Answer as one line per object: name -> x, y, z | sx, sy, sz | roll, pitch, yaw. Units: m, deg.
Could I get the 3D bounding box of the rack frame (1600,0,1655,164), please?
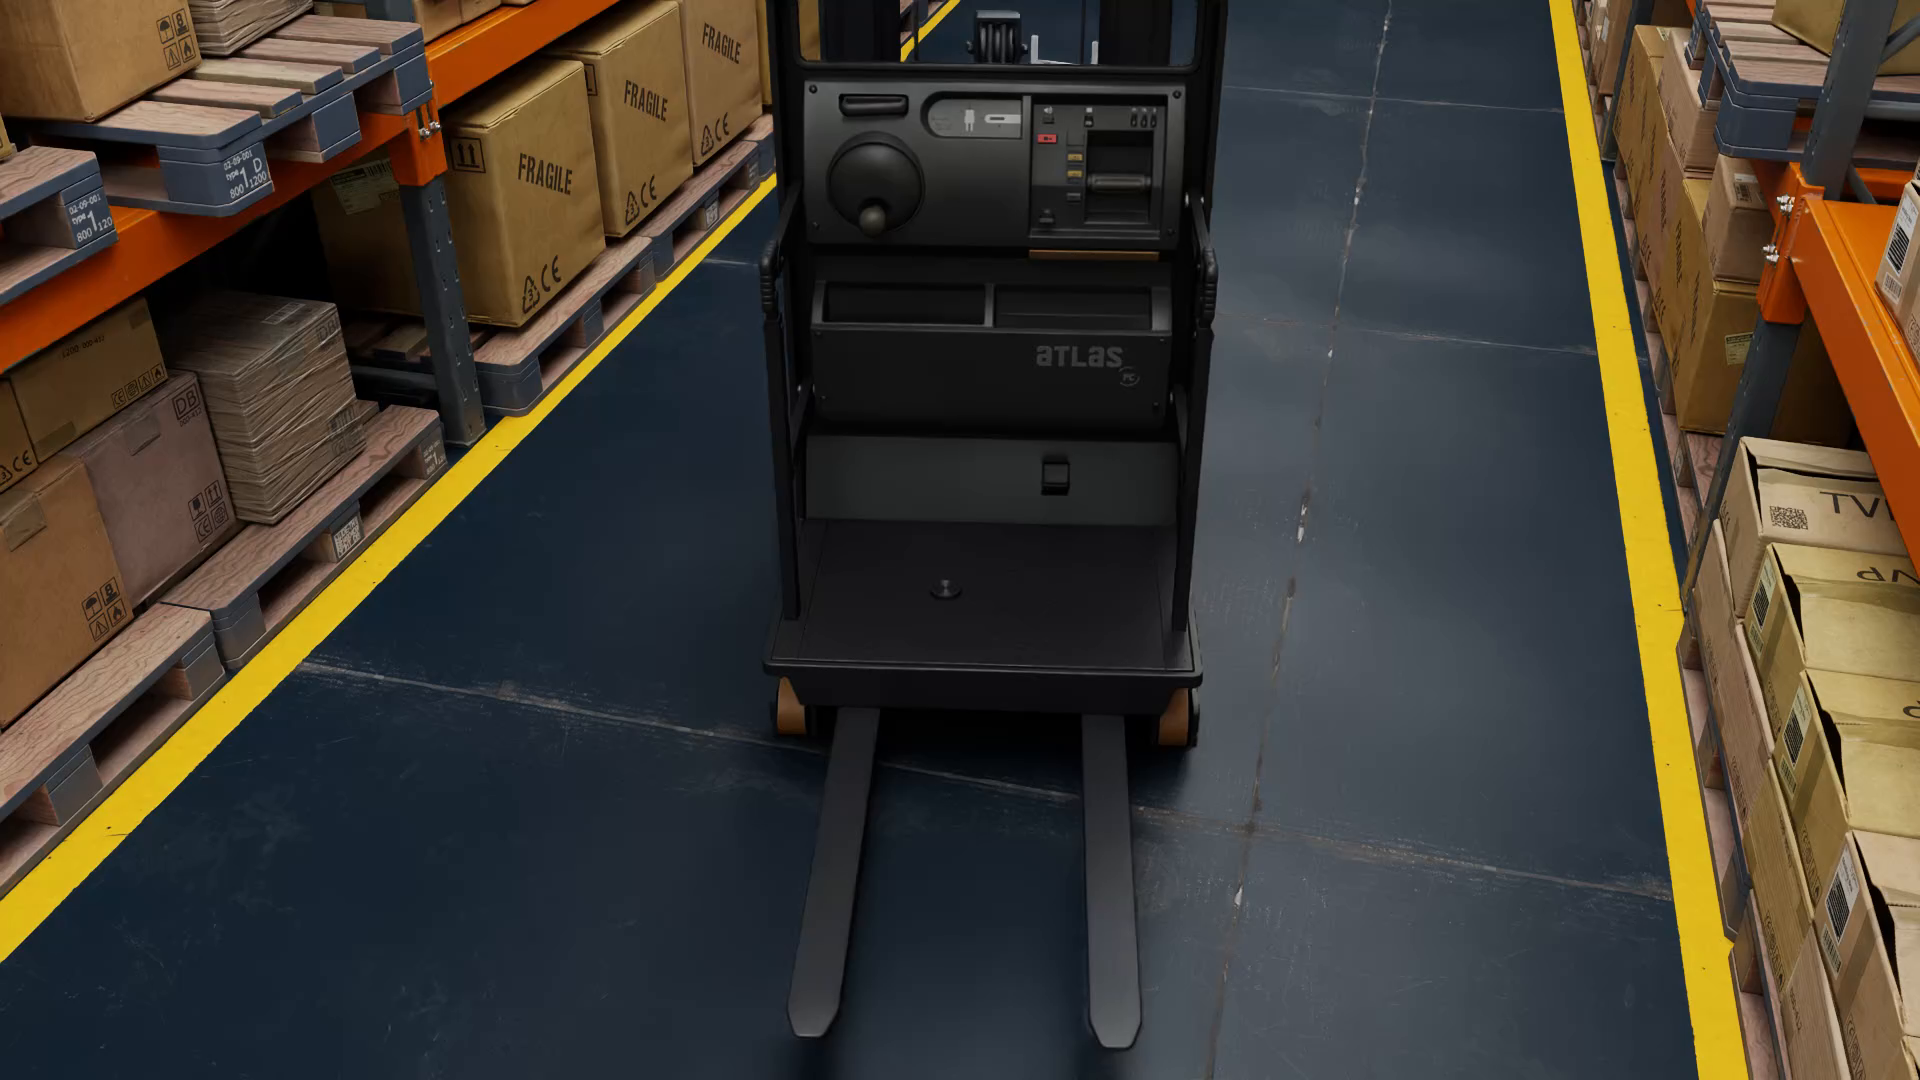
rack frame -> 3.647, -3.083, 7.304 | 1.000, 3.000, 0.127 | 8, 33, 12

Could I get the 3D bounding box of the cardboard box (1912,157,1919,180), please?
cardboard box -> 2.498, -0.787, 3.776 | 0.500, 0.311, 0.500 | 10, 34, 15

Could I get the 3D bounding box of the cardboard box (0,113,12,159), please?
cardboard box -> -2.564, -1.013, 3.545 | 0.700, 0.500, 0.500 | 8, 33, 12

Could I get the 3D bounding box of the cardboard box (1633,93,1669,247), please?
cardboard box -> 3.030, -1.460, 6.670 | 0.500, 0.500, 0.500 | 8, 33, 13

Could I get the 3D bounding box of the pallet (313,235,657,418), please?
pallet -> -1.887, -0.902, 6.473 | 1.003, 0.211, 1.213 | 8, 33, 12

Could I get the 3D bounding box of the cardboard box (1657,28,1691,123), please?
cardboard box -> 3.035, -1.794, 6.497 | 0.500, 0.250, 0.500 | 8, 33, 12

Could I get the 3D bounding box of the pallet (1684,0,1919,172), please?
pallet -> 2.736, -1.288, 4.659 | 1.213, 0.211, 1.003 | 8, 33, 12

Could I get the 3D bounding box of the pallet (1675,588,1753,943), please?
pallet -> 2.386, 0.591, 4.124 | 1.003, 0.211, 1.213 | 8, 33, 12

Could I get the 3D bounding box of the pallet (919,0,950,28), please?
pallet -> -0.569, -3.598, 10.713 | 1.003, 0.211, 1.213 | 8, 33, 12

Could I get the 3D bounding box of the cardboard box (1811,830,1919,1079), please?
cardboard box -> 1.829, 0.776, 2.883 | 0.500, 0.311, 0.500 | 8, 33, 12

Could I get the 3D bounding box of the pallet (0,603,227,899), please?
pallet -> -2.671, 0.533, 4.215 | 1.003, 0.211, 1.213 | 8, 33, 12

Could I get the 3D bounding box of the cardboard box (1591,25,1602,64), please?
cardboard box -> 3.555, -2.603, 8.796 | 0.380, 0.149, 0.250 | 8, 33, 12

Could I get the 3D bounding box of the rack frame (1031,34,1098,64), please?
rack frame -> 0.363, -1.224, 6.058 | 0.240, 1.200, 0.015 | 12, 34, 18

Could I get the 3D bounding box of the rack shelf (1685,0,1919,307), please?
rack shelf -> 3.140, -1.742, 5.865 | 1.077, 0.370, 4.000 | 8, 33, 12

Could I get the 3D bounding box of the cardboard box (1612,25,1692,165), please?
cardboard box -> 3.289, -1.996, 7.514 | 0.500, 0.500, 0.500 | 7, 33, 10

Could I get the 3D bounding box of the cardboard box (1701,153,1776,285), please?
cardboard box -> 2.653, -1.002, 5.251 | 0.500, 0.250, 0.500 | 9, 34, 14

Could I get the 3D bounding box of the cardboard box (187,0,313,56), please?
cardboard box -> -2.270, -1.663, 4.566 | 0.700, 0.500, 0.500 | 4, 33, 7

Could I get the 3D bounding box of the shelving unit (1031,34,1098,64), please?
shelving unit -> 0.274, -1.102, 5.866 | 0.258, 1.200, 0.503 | 12, 34, 18

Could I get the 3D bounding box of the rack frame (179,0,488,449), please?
rack frame -> -2.160, -1.680, 5.097 | 1.000, 3.000, 0.127 | 8, 33, 12

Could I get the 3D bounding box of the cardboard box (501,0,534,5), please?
cardboard box -> -1.631, -1.978, 5.781 | 0.380, 0.149, 0.250 | 9, 34, 14

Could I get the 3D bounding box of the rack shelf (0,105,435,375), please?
rack shelf -> -2.668, -0.339, 3.657 | 1.077, 0.370, 4.000 | 8, 33, 12

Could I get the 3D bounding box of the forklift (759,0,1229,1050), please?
forklift -> 0.074, -0.870, 3.887 | 1.130, 2.935, 3.031 | 1, 32, 2

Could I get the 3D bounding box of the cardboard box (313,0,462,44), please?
cardboard box -> -1.853, -1.722, 5.378 | 0.380, 0.149, 0.250 | 8, 33, 12

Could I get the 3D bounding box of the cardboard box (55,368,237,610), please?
cardboard box -> -2.536, -0.179, 4.655 | 0.700, 0.500, 0.500 | 8, 33, 12

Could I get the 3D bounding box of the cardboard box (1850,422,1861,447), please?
cardboard box -> 3.152, -0.608, 5.331 | 0.500, 0.500, 0.500 | 7, 33, 11

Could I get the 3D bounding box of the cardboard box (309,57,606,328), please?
cardboard box -> -1.847, -1.314, 6.133 | 0.750, 0.750, 0.750 | 8, 33, 12

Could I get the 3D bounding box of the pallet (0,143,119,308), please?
pallet -> -2.623, -0.566, 3.524 | 1.003, 0.211, 1.213 | 8, 33, 12

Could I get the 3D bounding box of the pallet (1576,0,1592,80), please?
pallet -> 4.130, -2.898, 9.612 | 1.003, 0.211, 1.213 | 8, 33, 12

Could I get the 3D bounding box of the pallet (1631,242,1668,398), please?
pallet -> 3.170, -0.844, 6.381 | 1.003, 0.211, 1.213 | 8, 33, 12

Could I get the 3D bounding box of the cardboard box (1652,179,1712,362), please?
cardboard box -> 2.774, -0.924, 5.828 | 0.500, 0.500, 0.500 | 7, 33, 11

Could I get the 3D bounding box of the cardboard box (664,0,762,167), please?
cardboard box -> -1.407, -2.209, 7.542 | 0.750, 0.750, 0.750 | 9, 34, 14

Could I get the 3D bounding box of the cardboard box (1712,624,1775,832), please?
cardboard box -> 2.089, 0.468, 3.889 | 0.500, 0.250, 0.500 | 7, 33, 11

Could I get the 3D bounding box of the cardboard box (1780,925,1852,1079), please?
cardboard box -> 1.832, 1.005, 3.045 | 0.500, 0.250, 0.500 | 9, 33, 13

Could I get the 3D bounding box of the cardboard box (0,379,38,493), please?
cardboard box -> -2.623, -0.192, 3.977 | 0.500, 0.250, 0.500 | 8, 33, 12

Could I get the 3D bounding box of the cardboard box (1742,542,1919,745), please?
cardboard box -> 2.090, 0.244, 3.719 | 0.500, 0.311, 0.500 | 7, 33, 11

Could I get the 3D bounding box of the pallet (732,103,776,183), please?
pallet -> -1.268, -2.168, 8.464 | 1.003, 0.211, 1.213 | 8, 33, 12
